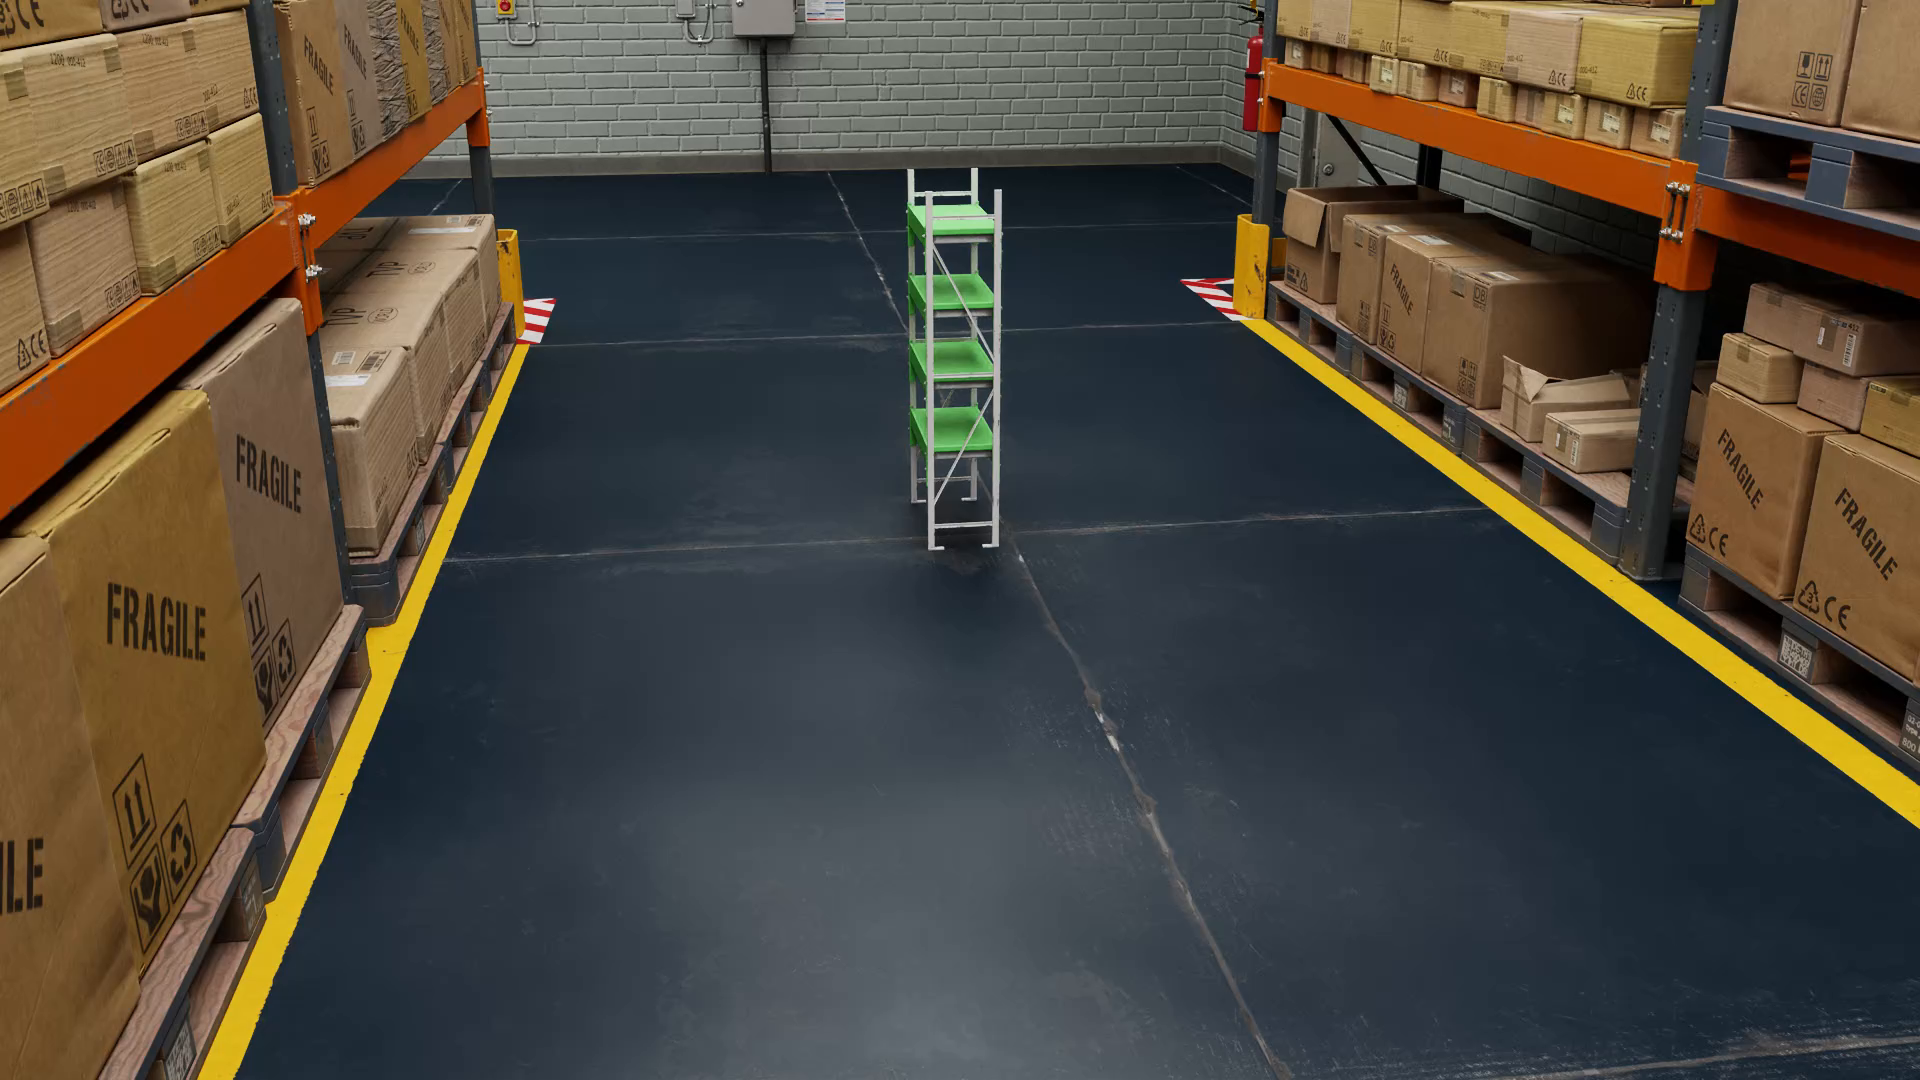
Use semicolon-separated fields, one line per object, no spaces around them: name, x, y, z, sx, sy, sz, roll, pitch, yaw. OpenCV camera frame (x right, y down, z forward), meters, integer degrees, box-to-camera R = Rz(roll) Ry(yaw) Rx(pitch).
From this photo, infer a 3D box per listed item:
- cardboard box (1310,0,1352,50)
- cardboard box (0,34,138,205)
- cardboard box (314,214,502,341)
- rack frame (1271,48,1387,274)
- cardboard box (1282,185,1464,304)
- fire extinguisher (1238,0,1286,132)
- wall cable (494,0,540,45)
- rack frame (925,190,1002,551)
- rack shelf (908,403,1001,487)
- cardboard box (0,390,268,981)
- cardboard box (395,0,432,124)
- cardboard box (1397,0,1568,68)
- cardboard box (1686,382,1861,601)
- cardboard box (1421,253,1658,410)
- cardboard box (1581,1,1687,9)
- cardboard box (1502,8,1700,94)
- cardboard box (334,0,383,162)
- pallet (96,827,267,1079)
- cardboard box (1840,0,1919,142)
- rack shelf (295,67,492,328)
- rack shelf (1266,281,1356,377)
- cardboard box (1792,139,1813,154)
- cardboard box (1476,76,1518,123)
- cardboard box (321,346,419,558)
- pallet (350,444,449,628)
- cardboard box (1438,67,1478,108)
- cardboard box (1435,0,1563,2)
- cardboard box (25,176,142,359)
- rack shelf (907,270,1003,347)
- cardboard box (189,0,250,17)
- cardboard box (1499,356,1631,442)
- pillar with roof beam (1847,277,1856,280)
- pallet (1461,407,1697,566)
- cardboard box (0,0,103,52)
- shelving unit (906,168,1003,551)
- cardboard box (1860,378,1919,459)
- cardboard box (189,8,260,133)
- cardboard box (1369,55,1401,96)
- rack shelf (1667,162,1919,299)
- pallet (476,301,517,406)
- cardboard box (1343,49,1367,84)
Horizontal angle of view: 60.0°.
cardboard box;1.951;-2.419;7.696;0.500;0.250;0.500;-3;21;-7
cardboard box;-1.791;-0.731;2.886;0.500;0.250;0.500;-2;21;-6
cardboard box;-2.638;-1.217;7.749;0.875;0.438;0.875;-4;21;-10
rack frame;2.076;-2.695;8.646;0.949;2.616;0.053;-3;21;-8
cardboard box;2.074;-1.506;8.430;0.797;0.503;0.637;-4;21;-10
fire extinguisher;1.601;-2.512;8.799;0.296;0.674;0.183;-3;21;-8
wall cable;-3.668;-4.886;13.013;0.585;1.953;0.123;-3;21;-8
rack frame;0.011;-0.535;5.433;0.240;1.200;0.015;-3;21;-8
rack shelf;-0.024;-0.335;5.766;0.258;0.148;0.480;-3;21;-8
cardboard box;-1.949;0.263;3.163;0.875;0.875;0.875;-2;21;-6
cardboard box;-2.272;-1.807;6.124;0.500;0.500;0.500;-2;21;-6
cardboard box;2.122;-2.068;6.756;0.500;0.250;0.500;-3;21;-9
cardboard box;2.503;-0.158;4.823;0.500;0.500;0.500;-2;21;-5
cardboard box;2.308;-0.847;6.670;0.700;0.500;0.500;-4;21;-10
cardboard box;2.700;-1.917;6.351;0.500;0.250;0.500;-2;21;-7
cardboard box;2.254;-1.717;5.814;0.500;0.250;0.500;-3;21;-8
cardboard box;-2.132;-1.456;5.185;0.500;0.500;0.500;-3;21;-7
pallet;-1.890;0.934;2.914;1.003;0.211;1.213;-3;21;-8
cardboard box;2.579;-1.196;3.889;0.700;0.500;0.500;-3;21;-7
rack shelf;-2.543;-1.415;6.244;1.077;0.370;4.000;-3;21;-8
rack shelf;-11.733;0.255;1.034;30.696;2.800;11.642;-3;21;-8
cardboard box;2.878;-1.323;5.331;0.380;0.149;0.250;-3;21;-8
cardboard box;2.164;-1.648;6.200;0.380;0.149;0.250;-3;21;-9
cardboard box;-2.239;-0.278;5.236;0.875;0.438;0.875;-3;21;-9
pallet;-2.287;-0.020;5.468;1.003;0.211;1.213;-3;21;-8
cardboard box;2.155;-1.826;6.677;0.380;0.149;0.250;-3;21;-8
cardboard box;2.095;-2.426;6.642;0.500;0.500;0.500;-2;21;-6
cardboard box;-1.815;-0.494;2.966;0.500;0.250;0.500;-3;21;-9
rack shelf;-0.024;-0.784;5.598;0.258;0.148;0.480;-3;21;-8
cardboard box;-1.942;-1.432;3.692;0.500;0.500;0.500;-2;21;-6
cardboard box;2.234;-0.528;6.151;0.396;0.266;0.258;-2;21;-6
pillar with roof beam;-0.812;-4.190;4.075;9.100;9.000;0.400;-3;21;-8
pallet;2.558;-0.242;6.063;1.003;0.211;1.213;-3;21;-8
cardboard box;-1.807;-1.077;2.741;0.500;0.500;0.500;-2;21;-6
shelving unit;-0.024;-0.619;5.660;0.258;1.200;0.503;-3;21;-8
cardboard box;2.609;-0.322;4.338;0.380;0.149;0.250;-4;21;-11
cardboard box;-1.951;-1.083;3.828;0.500;0.250;0.500;-3;21;-8
cardboard box;1.992;-2.002;7.148;0.380;0.149;0.250;-4;21;-9
rack shelf;2.944;-0.281;3.210;1.077;0.370;4.000;-3;21;-8
pallet;-2.639;-0.865;7.730;1.003;0.211;1.213;-3;21;-8
cardboard box;1.986;-2.185;7.638;0.380;0.149;0.250;-2;21;-6
